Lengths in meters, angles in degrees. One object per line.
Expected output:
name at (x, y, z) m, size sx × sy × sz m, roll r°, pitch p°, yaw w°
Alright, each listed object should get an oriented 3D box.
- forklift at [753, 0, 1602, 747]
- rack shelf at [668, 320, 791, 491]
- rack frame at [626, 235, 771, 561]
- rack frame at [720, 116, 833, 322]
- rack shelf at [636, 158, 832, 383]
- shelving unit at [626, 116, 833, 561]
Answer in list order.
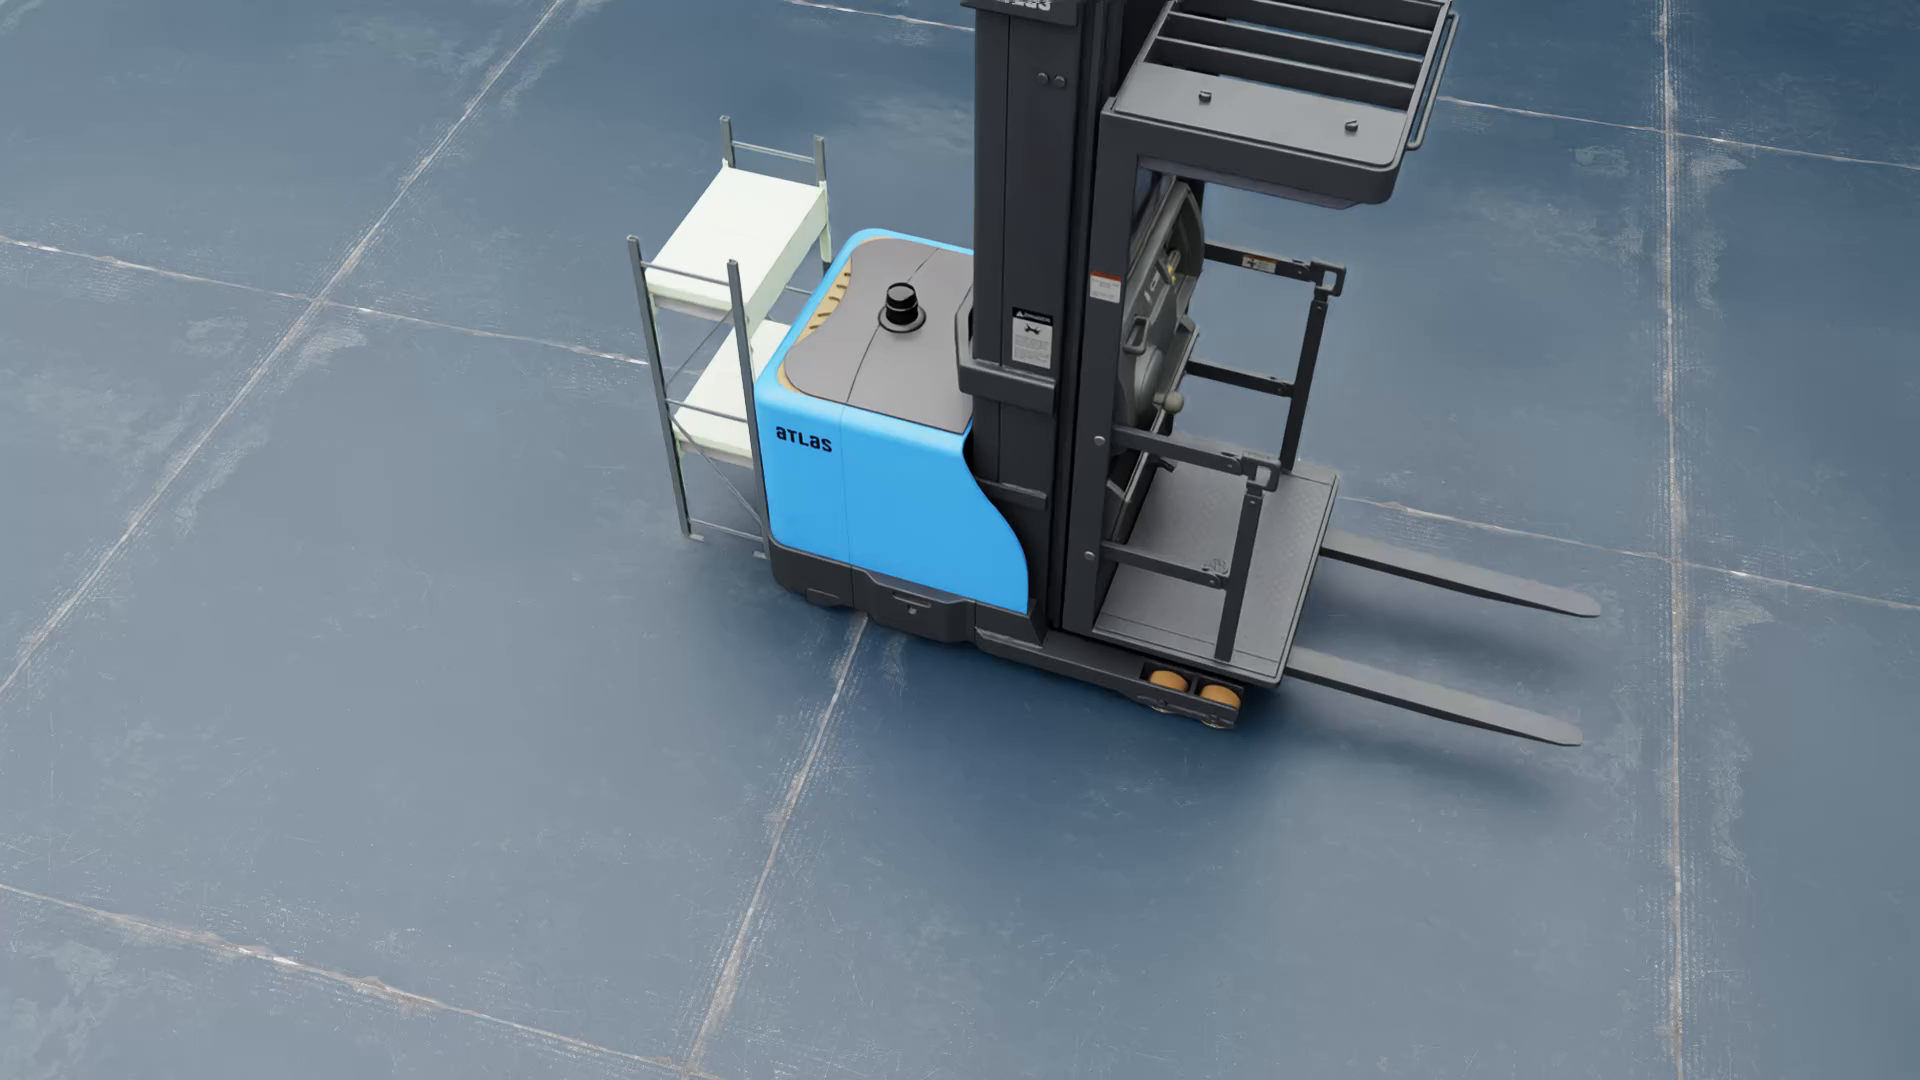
forklift at (0.842, -0.738, 5.365) m, size 3.031 × 2.935 × 1.130 m, roll 15°, pitch 50°, yaw 13°
rack shelf at (-0.801, -0.510, 6.554) m, size 0.431 × 0.370 × 0.720 m, roll 15°, pitch 50°, yaw 13°
rack frame at (-0.923, -0.467, 6.081) m, size 0.400 × 1.500 × 0.023 m, roll 15°, pitch 50°, yaw 13°
rack frame at (-0.678, -0.985, 6.537) m, size 0.400 × 1.500 × 0.023 m, roll 15°, pitch 50°, yaw 13°
rack shelf at (-0.801, -0.984, 6.017) m, size 0.431 × 0.370 × 0.720 m, roll 15°, pitch 50°, yaw 13°
shelving unit at (-0.801, -0.726, 6.309) m, size 0.431 × 1.500 × 0.755 m, roll 15°, pitch 50°, yaw 13°
